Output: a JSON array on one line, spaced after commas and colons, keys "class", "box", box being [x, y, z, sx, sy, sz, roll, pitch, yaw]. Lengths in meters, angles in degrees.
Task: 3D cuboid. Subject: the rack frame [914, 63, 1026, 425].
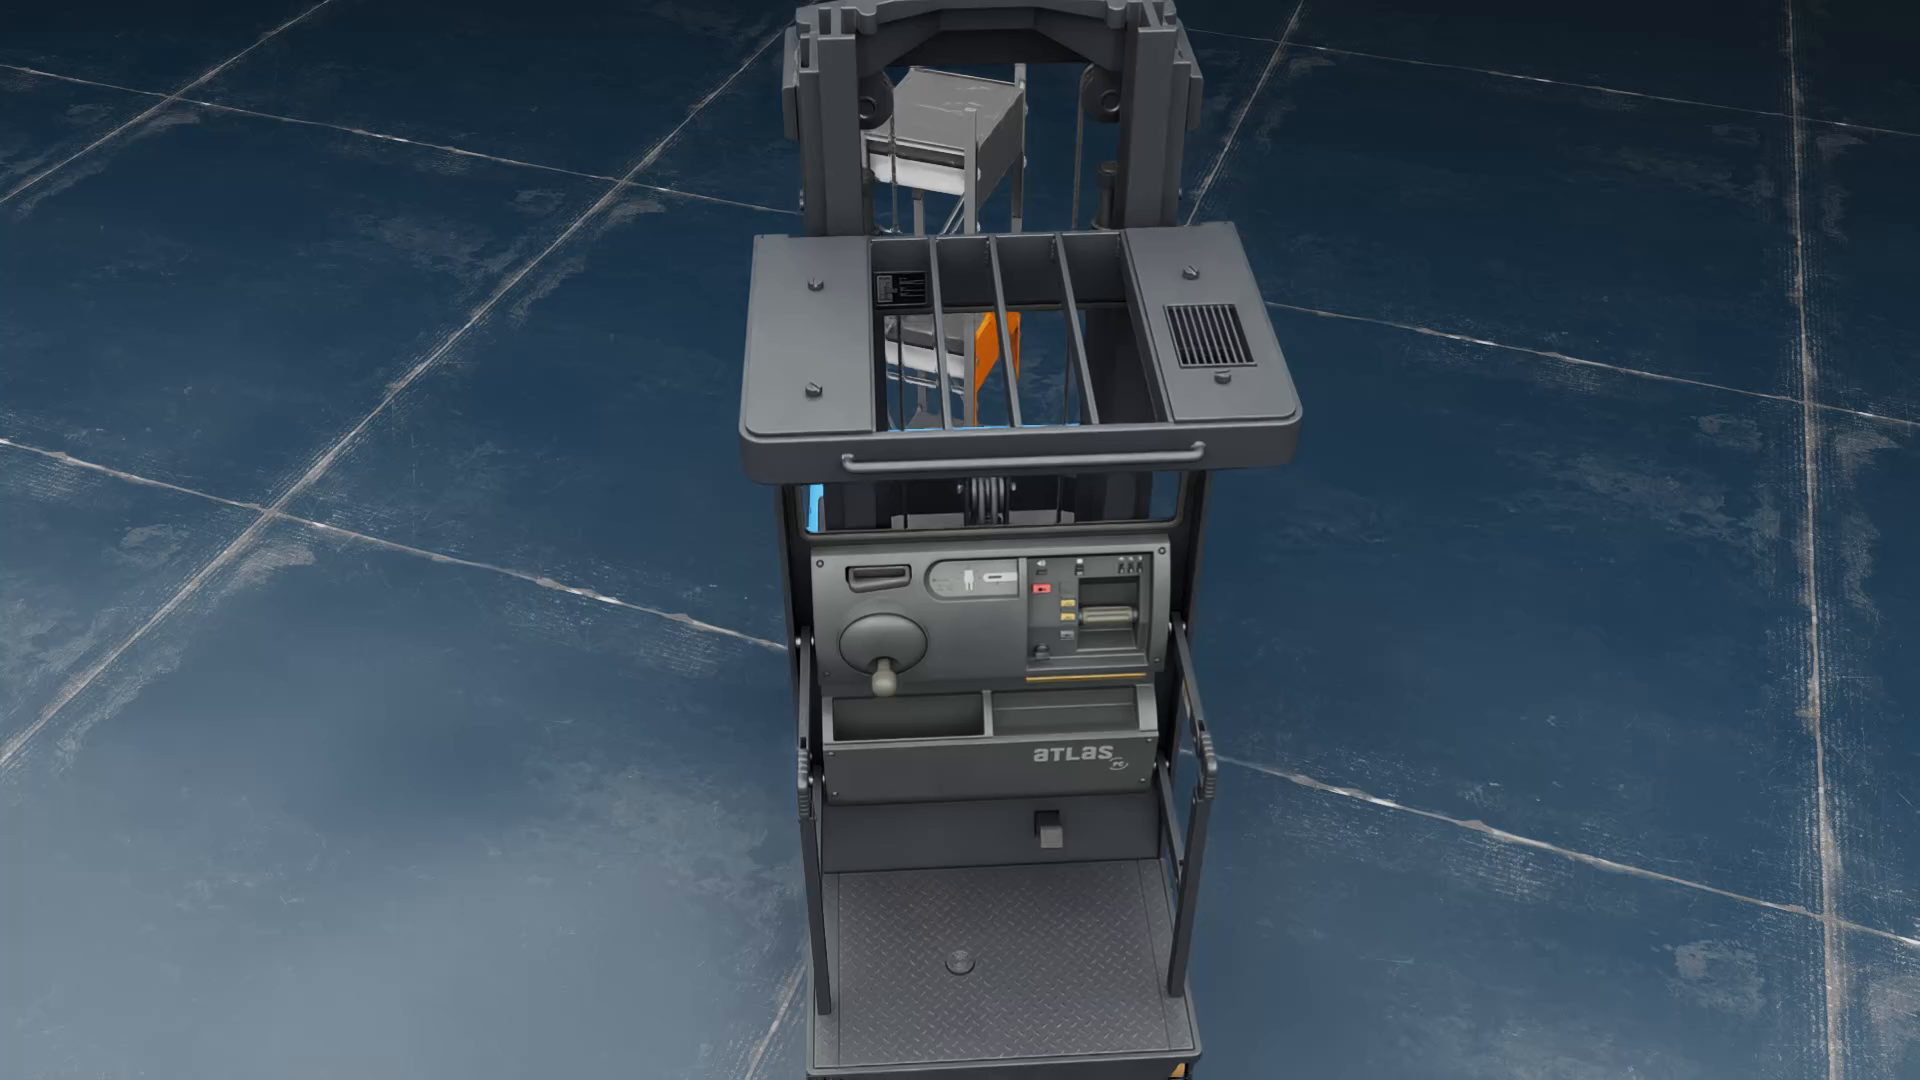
[{"class": "rack frame", "box": [0.027, -0.847, 6.125, 0.400, 2.100, 0.015, 13, 42, 15]}]

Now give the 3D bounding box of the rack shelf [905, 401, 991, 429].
[{"class": "rack shelf", "box": [-0.057, -0.155, 6.413, 0.431, 0.518, 0.480, 13, 42, 15]}]

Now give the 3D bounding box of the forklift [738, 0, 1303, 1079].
[{"class": "forklift", "box": [0.097, 0.277, 4.167, 1.130, 2.935, 3.031, -2, 41, -2]}]

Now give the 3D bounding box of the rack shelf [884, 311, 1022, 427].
[{"class": "rack shelf", "box": [-0.057, -0.687, 5.959, 0.431, 0.518, 0.480, 13, 42, 15]}]

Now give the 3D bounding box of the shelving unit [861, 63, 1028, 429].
[{"class": "shelving unit", "box": [-0.057, -0.698, 5.950, 0.431, 2.100, 0.503, 13, 42, 15]}]

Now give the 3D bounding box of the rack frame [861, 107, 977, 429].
[{"class": "rack frame", "box": [-0.140, -0.549, 5.776, 0.400, 2.100, 0.015, 13, 42, 15]}]

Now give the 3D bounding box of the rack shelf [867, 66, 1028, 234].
[{"class": "rack shelf", "box": [-0.057, -1.220, 5.505, 0.431, 0.518, 0.480, 13, 42, 15]}]
